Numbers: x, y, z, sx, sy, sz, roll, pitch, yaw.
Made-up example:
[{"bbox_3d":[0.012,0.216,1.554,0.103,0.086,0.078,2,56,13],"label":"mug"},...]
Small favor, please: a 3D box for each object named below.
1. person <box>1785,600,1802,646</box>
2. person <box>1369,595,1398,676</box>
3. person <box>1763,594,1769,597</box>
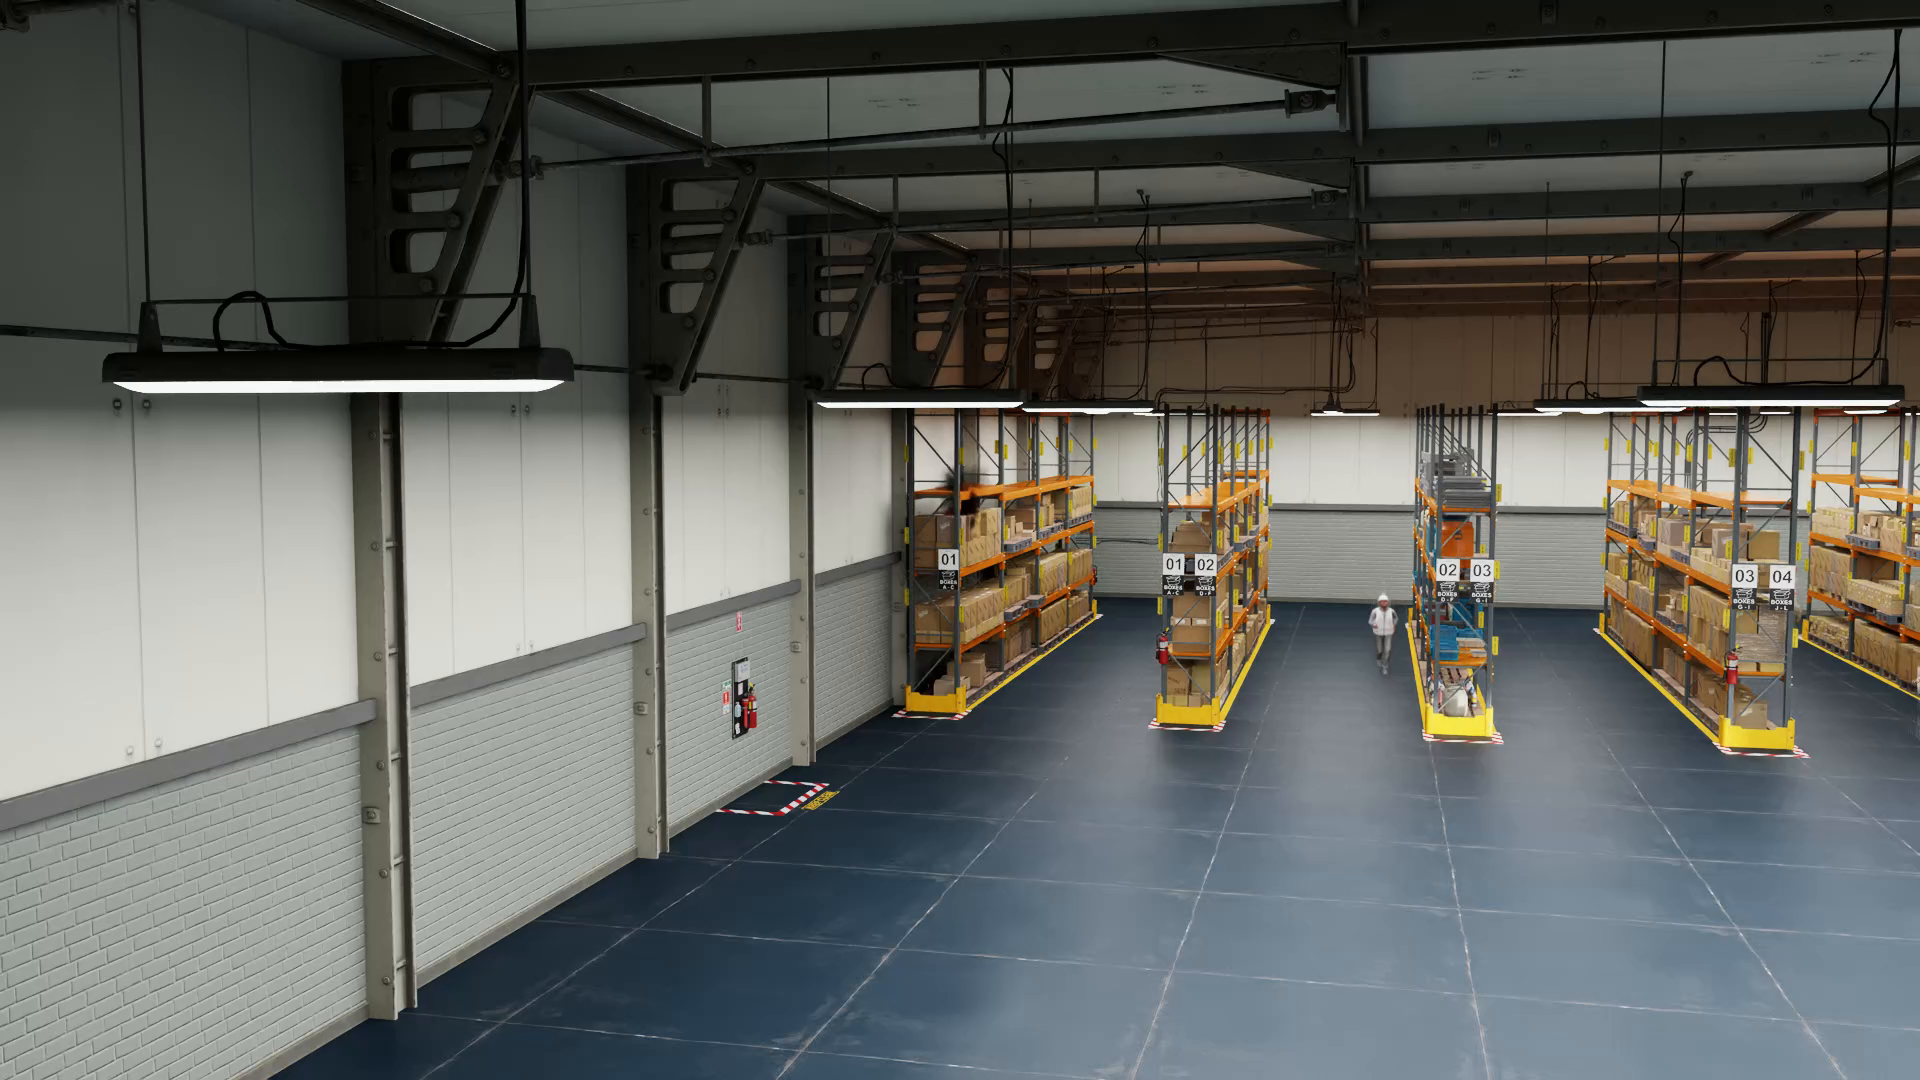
[{"bbox_3d":[20.032,1.993,40.262,0.640,1.630,0.610,2,4,20],"label":"person"},{"bbox_3d":[9.534,2.121,37.443,0.661,1.777,0.922,1,4,10],"label":"person"},{"bbox_3d":[21.469,1.639,44.062,0.763,1.794,0.691,-2,5,-25],"label":"person"}]
